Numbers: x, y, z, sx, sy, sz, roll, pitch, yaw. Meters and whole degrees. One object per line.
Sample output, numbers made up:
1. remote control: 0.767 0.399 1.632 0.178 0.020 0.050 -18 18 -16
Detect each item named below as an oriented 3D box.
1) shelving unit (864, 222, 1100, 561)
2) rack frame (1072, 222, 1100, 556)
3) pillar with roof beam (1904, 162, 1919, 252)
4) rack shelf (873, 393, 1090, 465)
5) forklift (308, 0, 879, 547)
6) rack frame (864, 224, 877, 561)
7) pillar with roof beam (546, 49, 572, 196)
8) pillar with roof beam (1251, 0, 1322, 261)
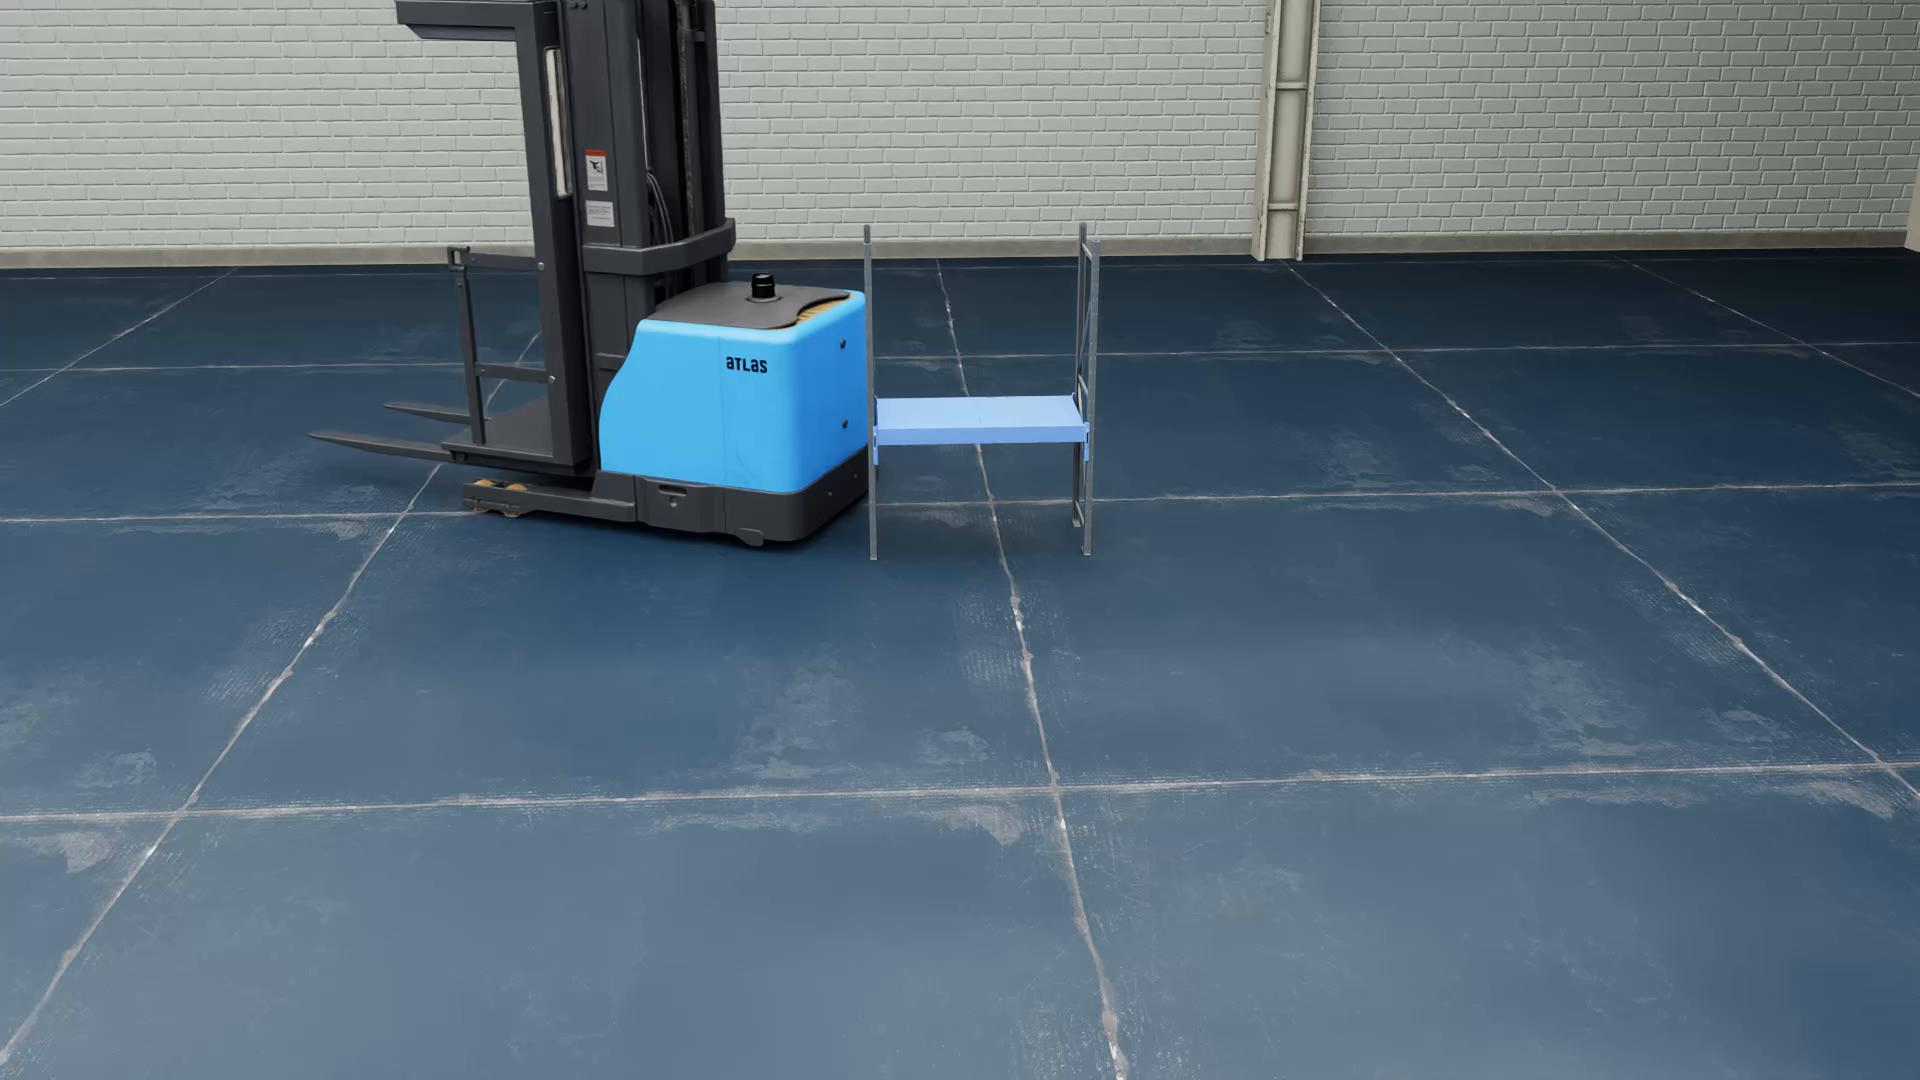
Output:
1. shelving unit: 0.085 -0.703 7.859 1.048 1.500 0.538 -1 21 -3
2. rack frame: 0.593 -0.713 7.886 0.032 1.500 0.500 -1 21 -3
3. pillar with roof beam: 9.032 -5.299 9.393 0.400 9.000 9.100 -1 21 -3
4. rack shelf: 0.085 -0.535 7.923 1.000 0.185 0.538 -1 21 -3
5. forklift: -1.998 -1.650 8.335 3.031 2.935 1.130 8 22 19
6. rack frame: -0.422 -0.692 7.832 0.032 1.500 0.500 -1 21 -3
7. pillar with roof beam: -2.949 -5.055 8.752 0.400 9.000 9.100 -1 21 -3
8. pillar with roof beam: 3.042 -5.177 9.072 0.400 9.000 9.100 -1 21 -3
